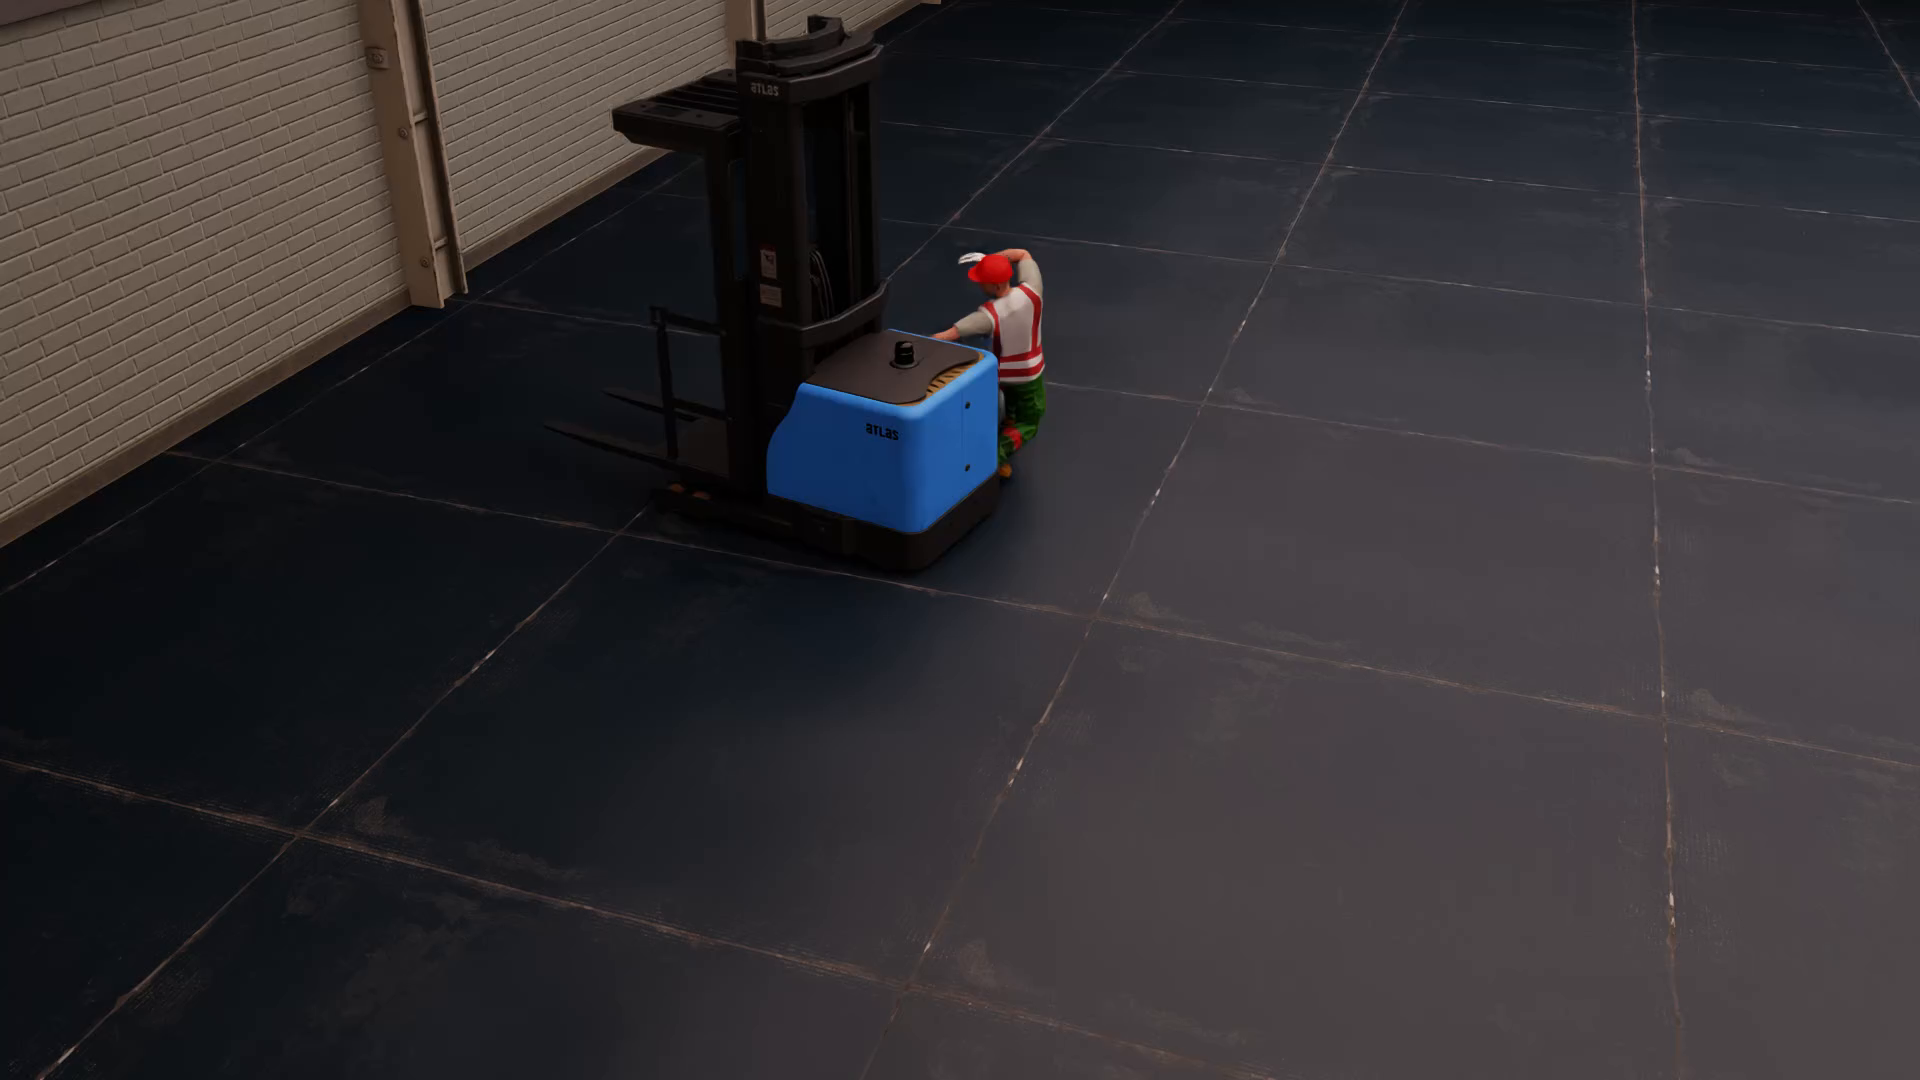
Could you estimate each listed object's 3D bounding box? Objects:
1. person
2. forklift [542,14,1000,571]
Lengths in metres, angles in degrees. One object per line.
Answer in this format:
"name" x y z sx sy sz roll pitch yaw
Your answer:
"person" 0.064 -1.205 10.706 0.995 1.468 0.977 2 30 4
"forklift" -1.291 -1.616 9.972 3.031 2.935 1.130 16 33 26
